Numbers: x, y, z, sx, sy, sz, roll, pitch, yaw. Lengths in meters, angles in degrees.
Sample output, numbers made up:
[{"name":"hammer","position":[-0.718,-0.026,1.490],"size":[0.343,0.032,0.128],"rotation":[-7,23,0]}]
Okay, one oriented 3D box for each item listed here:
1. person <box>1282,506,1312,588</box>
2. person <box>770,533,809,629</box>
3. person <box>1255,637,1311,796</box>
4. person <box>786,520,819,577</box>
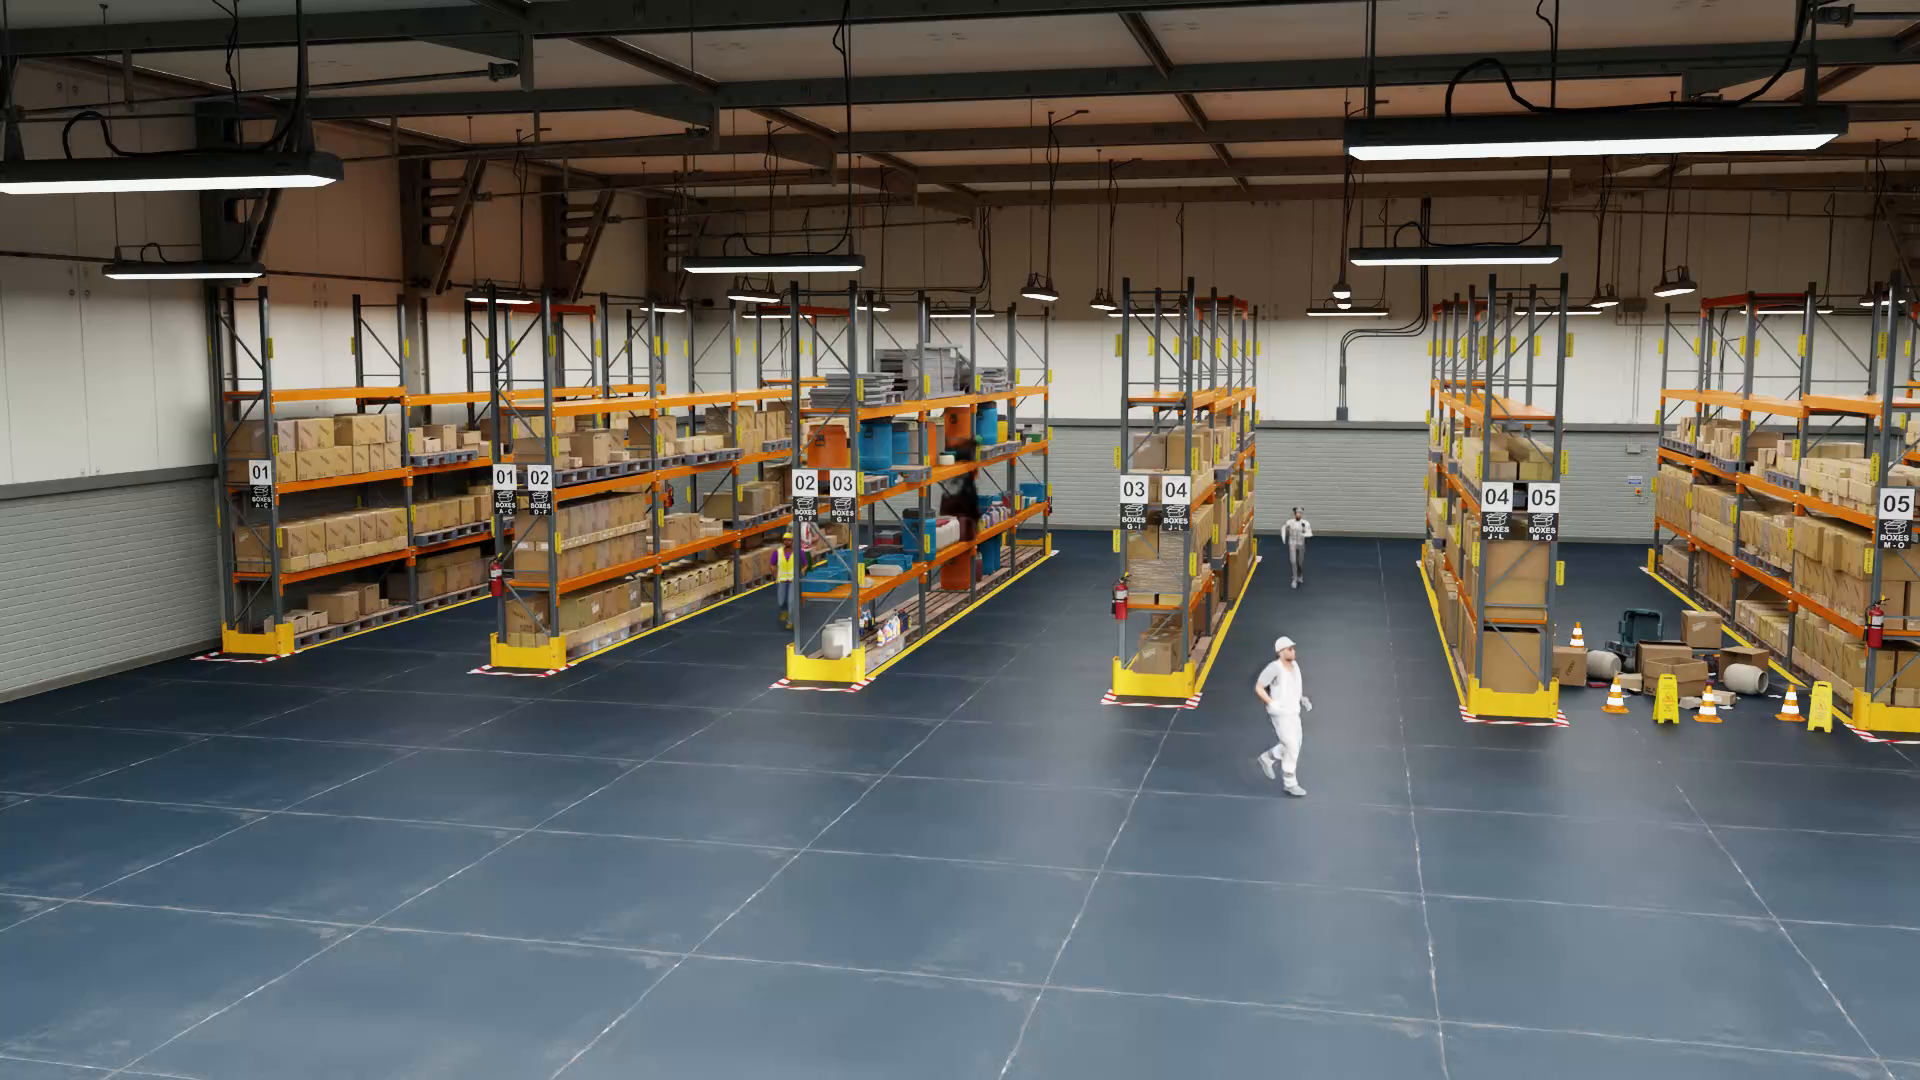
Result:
[{"name":"person","position":[7.110,0.124,35.082],"size":[0.627,1.670,0.962],"rotation":[1,7,9]},{"name":"person","position":[-3.061,0.720,29.758],"size":[0.701,1.717,0.616],"rotation":[0,7,-1]},{"name":"person","position":[3.631,1.969,18.844],"size":[0.667,1.767,0.740],"rotation":[-6,9,-42]},{"name":"person","position":[-3.005,0.226,31.458],"size":[0.668,1.771,0.780],"rotation":[0,7,4]}]
